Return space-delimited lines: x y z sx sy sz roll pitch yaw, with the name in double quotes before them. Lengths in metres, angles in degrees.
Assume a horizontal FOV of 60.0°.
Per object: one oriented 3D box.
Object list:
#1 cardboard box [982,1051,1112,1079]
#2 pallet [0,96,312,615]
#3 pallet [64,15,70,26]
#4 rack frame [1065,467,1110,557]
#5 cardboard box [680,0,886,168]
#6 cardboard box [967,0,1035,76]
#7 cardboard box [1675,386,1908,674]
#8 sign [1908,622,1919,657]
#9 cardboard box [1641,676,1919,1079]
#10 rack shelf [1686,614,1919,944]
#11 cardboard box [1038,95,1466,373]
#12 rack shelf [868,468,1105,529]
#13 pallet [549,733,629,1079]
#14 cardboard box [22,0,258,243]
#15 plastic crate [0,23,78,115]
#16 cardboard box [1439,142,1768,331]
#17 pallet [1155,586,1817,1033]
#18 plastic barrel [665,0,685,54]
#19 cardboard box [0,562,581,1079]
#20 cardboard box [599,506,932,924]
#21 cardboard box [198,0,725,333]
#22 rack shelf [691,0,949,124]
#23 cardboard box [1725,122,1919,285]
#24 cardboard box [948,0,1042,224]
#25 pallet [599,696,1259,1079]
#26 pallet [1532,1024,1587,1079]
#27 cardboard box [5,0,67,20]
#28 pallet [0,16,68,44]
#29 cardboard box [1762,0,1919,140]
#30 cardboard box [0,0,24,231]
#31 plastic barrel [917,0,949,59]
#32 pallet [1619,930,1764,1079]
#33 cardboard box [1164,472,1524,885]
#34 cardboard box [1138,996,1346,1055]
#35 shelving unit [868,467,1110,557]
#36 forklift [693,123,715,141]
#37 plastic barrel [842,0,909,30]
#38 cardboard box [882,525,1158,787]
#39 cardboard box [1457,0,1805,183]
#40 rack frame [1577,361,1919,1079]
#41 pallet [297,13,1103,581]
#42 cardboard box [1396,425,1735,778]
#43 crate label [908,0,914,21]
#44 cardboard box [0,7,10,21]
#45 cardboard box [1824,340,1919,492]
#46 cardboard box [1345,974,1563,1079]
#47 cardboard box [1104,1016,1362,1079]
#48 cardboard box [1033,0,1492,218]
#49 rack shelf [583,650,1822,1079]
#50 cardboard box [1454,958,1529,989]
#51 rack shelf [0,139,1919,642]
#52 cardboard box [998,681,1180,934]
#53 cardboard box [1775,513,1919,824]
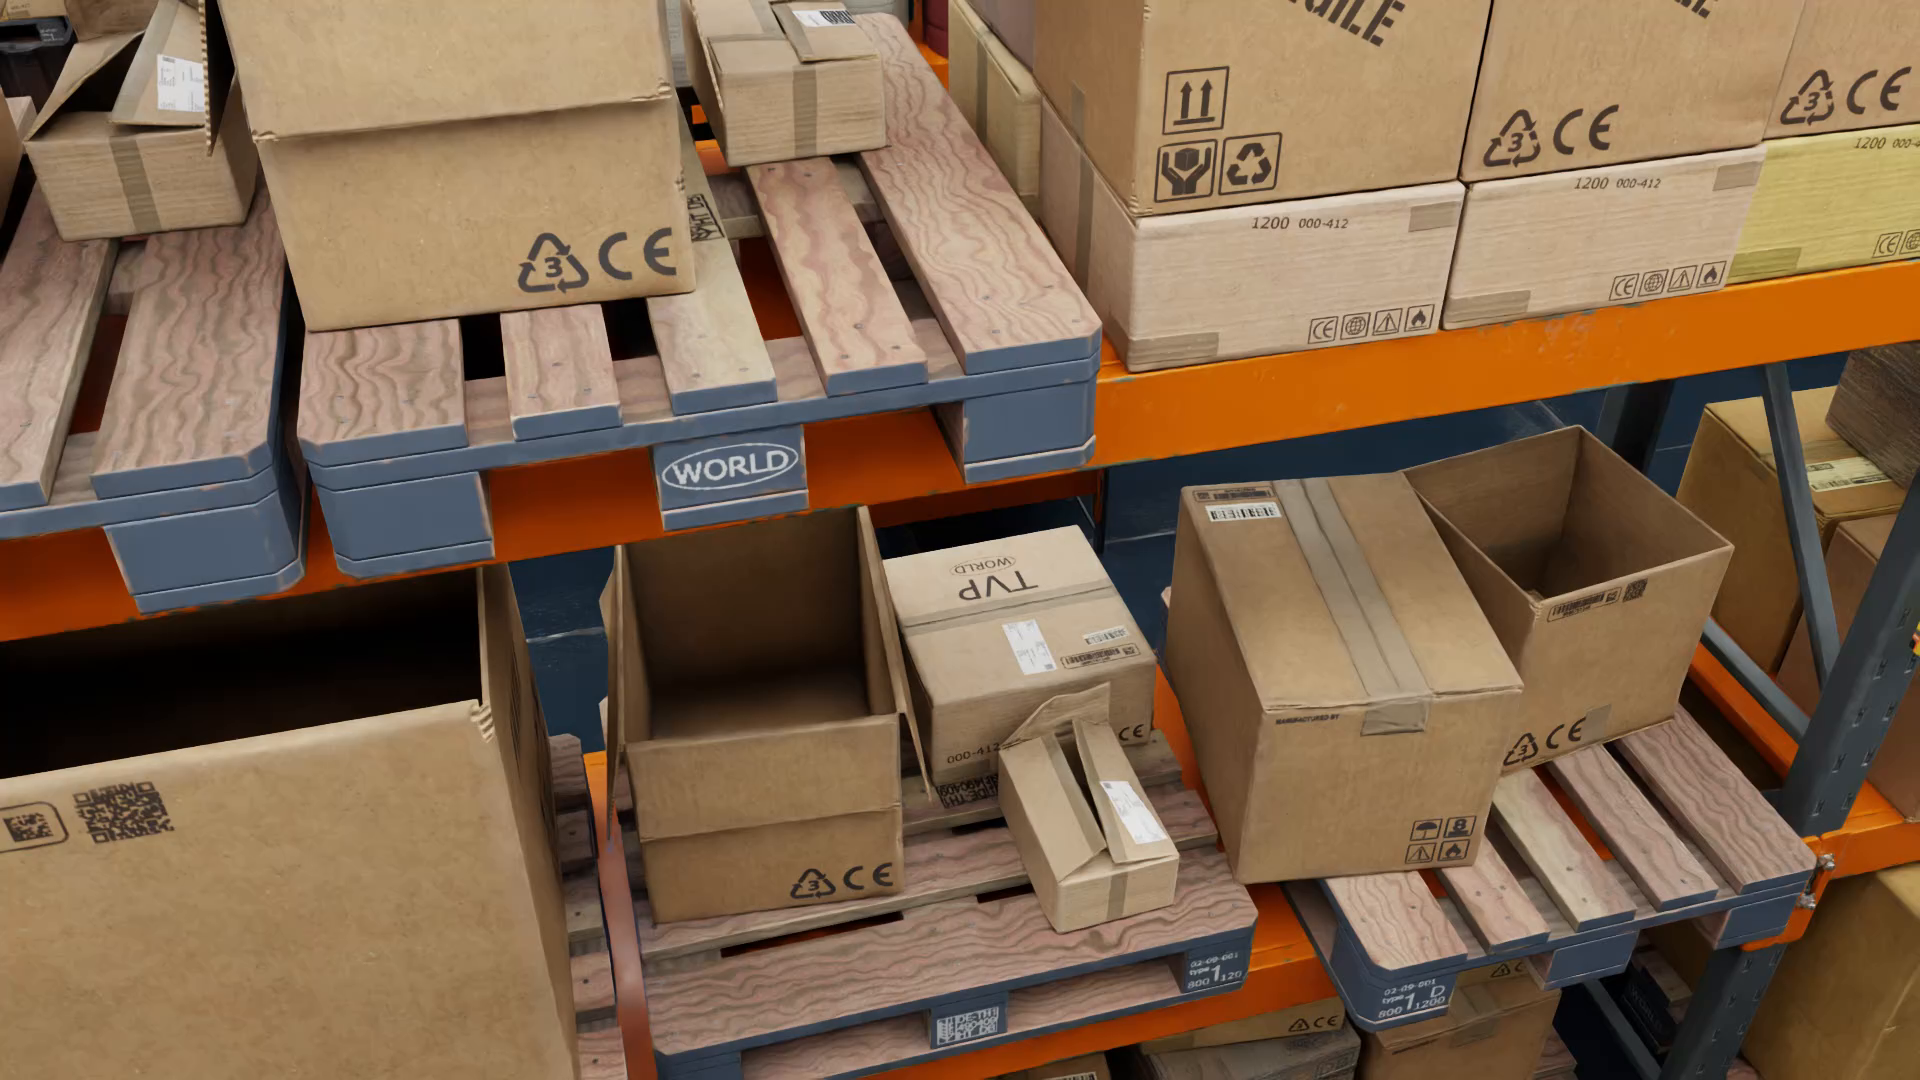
"cardboard box" 0.070 1.349 4.213 0.500 0.500 0.700 -6 38 -8
"pallet" -1.449 -0.295 2.352 1.003 0.211 1.213 -9 38 -12
"pallet" -5.431 -3.745 11.472 1.213 0.211 1.003 -9 38 -12
"rack frame" 0.497 -0.528 6.515 0.032 1.125 0.500 -9 38 -12
"cardboard box" -0.289 -0.764 2.657 0.250 0.166 0.380 -10 39 -13
"cardboard box" 0.294 -1.120 2.783 0.500 0.500 0.500 -10 39 -13
"cardboard box" 2.201 -0.039 4.250 0.500 0.500 0.500 -8 38 -11
"sign" 1.939 0.112 3.247 0.005 0.325 0.100 -9 38 -12
"cardboard box" 2.460 0.804 4.633 0.875 0.875 1.225 -11 39 -14
"rack shelf" 3.720 0.193 4.621 4.000 0.370 1.077 -9 38 -12
"cardboard box" 0.433 -0.524 2.621 0.500 0.250 0.500 -8 38 -11
"rack shelf" 0.007 -0.254 6.558 1.000 0.278 0.538 -9 38 -12
"pallet" -1.297 0.898 3.265 1.213 0.211 1.003 -9 38 -12
"cardboard box" -1.191 -0.655 2.434 0.258 0.266 0.396 -8 38 -10
"plastic crate" -3.903 -2.015 6.966 0.504 0.338 0.767 -9 38 -12
"cardboard box" 0.918 -0.602 2.723 0.500 0.250 0.500 -9 38 -12
"pallet" 1.129 0.475 3.818 1.003 0.211 1.213 -9 38 -12
"plastic barrel" -1.257 -2.309 7.188 0.433 0.535 0.433 0 37 0
"cardboard box" -1.269 0.409 2.908 1.000 1.000 1.000 -9 38 -12
"cardboard box" -0.423 0.321 3.431 0.637 0.503 0.797 -6 38 -7
"cardboard box" -0.684 -0.708 2.307 0.637 0.503 0.797 -8 38 -10
"rack shelf" -1.433 -2.079 7.591 4.000 0.370 1.077 -9 38 -12
"cardboard box" 1.394 -0.689 2.836 0.500 0.250 0.500 -9 38 -12
"cardboard box" 0.279 -0.815 3.001 0.500 0.250 0.500 -9 38 -11
"pallet" -0.112 0.638 3.606 1.213 0.211 1.003 -9 38 -12
"pallet" 1.034 1.454 4.675 1.213 0.211 1.003 -9 38 -12
"cardboard box" -6.007 -3.666 10.991 0.500 0.250 0.500 -9 38 -12
"pallet" -6.611 -3.549 11.216 1.213 0.211 1.003 -9 38 -12
"cardboard box" 1.393 -0.984 2.604 0.500 0.500 0.500 -8 38 -11
"cardboard box" -1.593 -0.558 2.111 0.637 0.503 0.797 -11 39 -14
"plastic barrel" 0.129 -2.484 7.417 0.708 0.536 0.600 -9 38 -12
"pallet" 2.570 1.251 4.941 1.213 0.211 1.003 -9 38 -12
"cardboard box" 0.765 0.273 3.496 0.500 0.500 0.700 -4 38 -5
"cardboard box" 0.640 0.958 4.107 0.500 0.250 0.500 -5 38 -7
"shelving unit" 0.007 -0.448 6.410 1.048 1.125 0.538 -9 38 -12
"forklift" -1.742 -4.165 9.783 1.130 2.935 3.031 -12 39 -15
"plastic barrel" -0.440 -2.438 7.376 0.421 0.512 0.421 0 37 0
"cardboard box" 0.111 0.247 3.736 0.500 0.250 0.500 -10 39 -13
"cardboard box" 0.901 -0.896 2.490 0.500 0.500 0.500 -9 38 -12
"rack frame" 1.789 0.224 3.989 0.127 3.000 1.000 -9 38 -12
"pallet" -0.449 -0.461 2.569 1.003 0.211 1.213 -9 38 -12
"cardboard box" 1.278 0.126 3.688 0.500 0.500 0.500 -14 40 -18
"crate label" -0.532 -2.697 7.777 0.616 0.435 0.502 -9 38 -12
"cardboard box" -6.489 -3.586 10.886 0.500 0.250 0.500 -9 38 -12
"cardboard box" 2.499 -0.321 3.792 0.637 0.503 0.797 -8 38 -10
"cardboard box" 1.147 1.160 4.460 0.500 0.500 0.700 -11 39 -14
"cardboard box" 0.615 1.255 4.336 0.500 0.500 0.700 -12 39 -16
"cardboard box" 0.419 -0.826 2.399 0.500 0.500 0.500 -9 38 -11
"rack shelf" -0.142 0.826 3.793 4.000 0.370 1.077 -9 38 -12
"cardboard box" 1.150 0.868 4.225 0.500 0.250 0.500 -8 38 -10
"rack shelf" -0.142 -0.365 2.882 4.000 0.370 1.077 -9 38 -12
"cardboard box" 0.249 0.533 3.349 0.258 0.266 0.396 -10 39 -13
"cardboard box" 2.329 0.267 3.850 0.500 0.500 0.500 -8 38 -11
